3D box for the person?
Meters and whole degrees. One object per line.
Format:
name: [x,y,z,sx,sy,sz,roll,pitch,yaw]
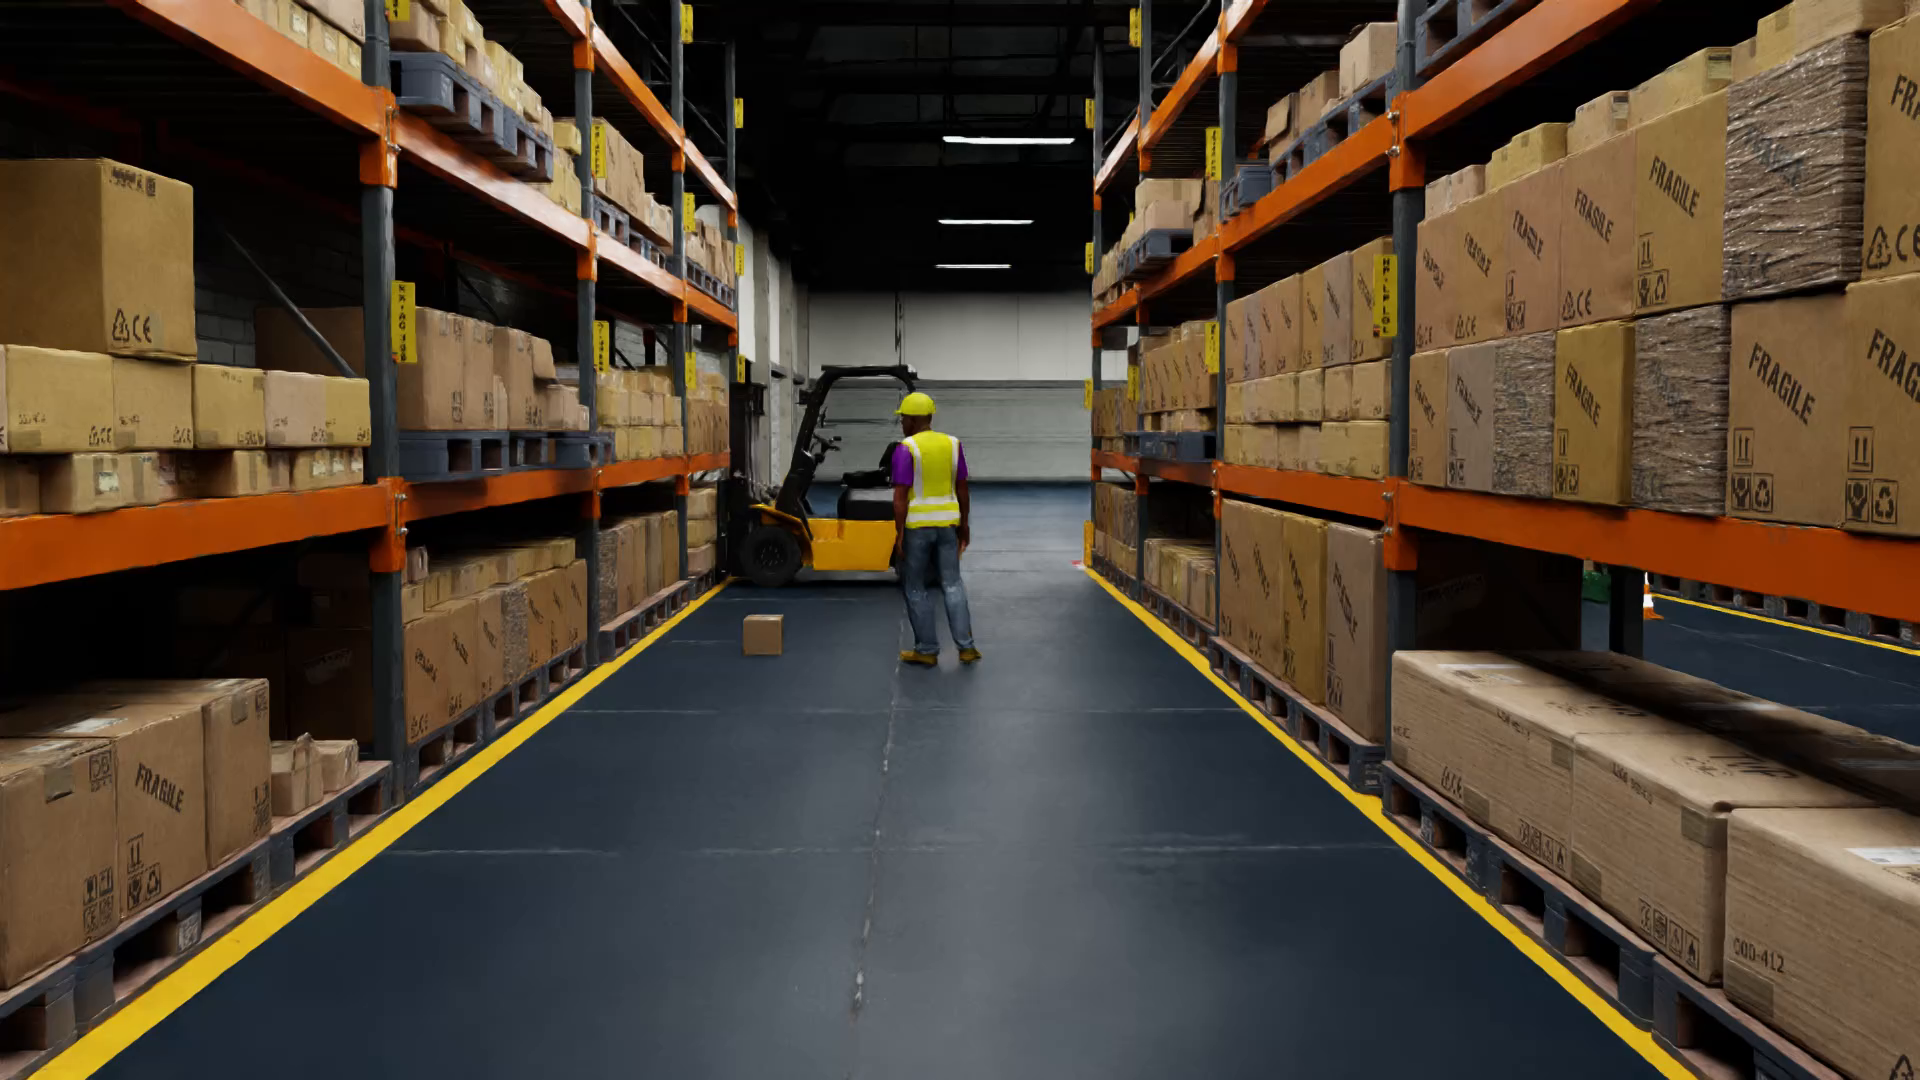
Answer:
person: [-0.166,-0.074,10.751,0.607,1.754,0.559,-2,4,-34]
